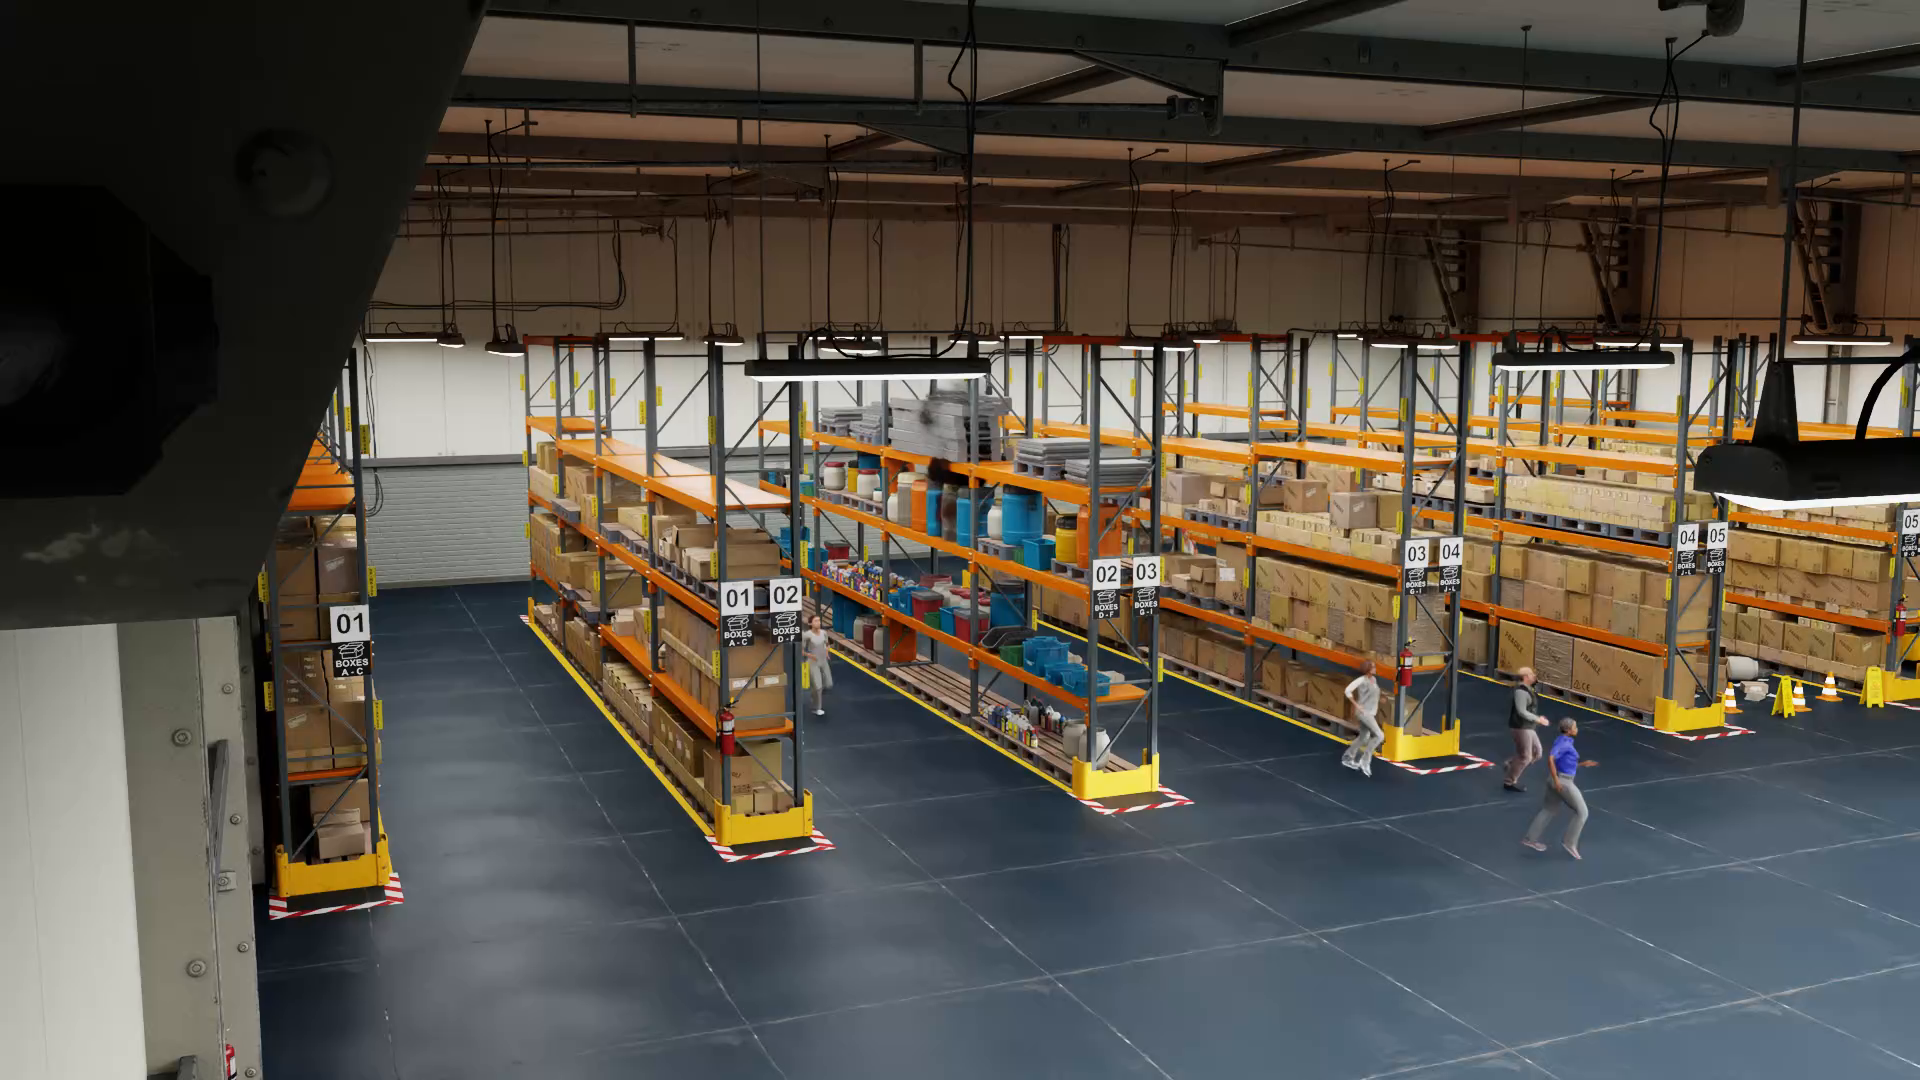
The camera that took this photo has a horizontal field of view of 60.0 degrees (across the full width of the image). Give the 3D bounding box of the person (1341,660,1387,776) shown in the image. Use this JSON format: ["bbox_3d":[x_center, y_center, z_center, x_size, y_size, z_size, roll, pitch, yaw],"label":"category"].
[{"bbox_3d":[5.662,2.469,23.261,0.613,1.607,0.545,4,9,28],"label":"person"}]

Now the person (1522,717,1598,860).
[{"bbox_3d":[7.091,2.927,19.575,0.813,1.712,0.537,0,8,1],"label":"person"}]

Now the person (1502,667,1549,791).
[{"bbox_3d":[7.626,2.500,22.360,0.566,1.622,0.692,3,8,21],"label":"person"}]

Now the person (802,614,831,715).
[{"bbox_3d":[-2.297,1.988,26.655,0.561,1.621,0.584,-5,9,-34],"label":"person"}]

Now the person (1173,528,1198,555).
[{"bbox_3d":[5.001,0.595,36.600,0.673,1.751,0.634,-2,8,-16],"label":"person"}]
